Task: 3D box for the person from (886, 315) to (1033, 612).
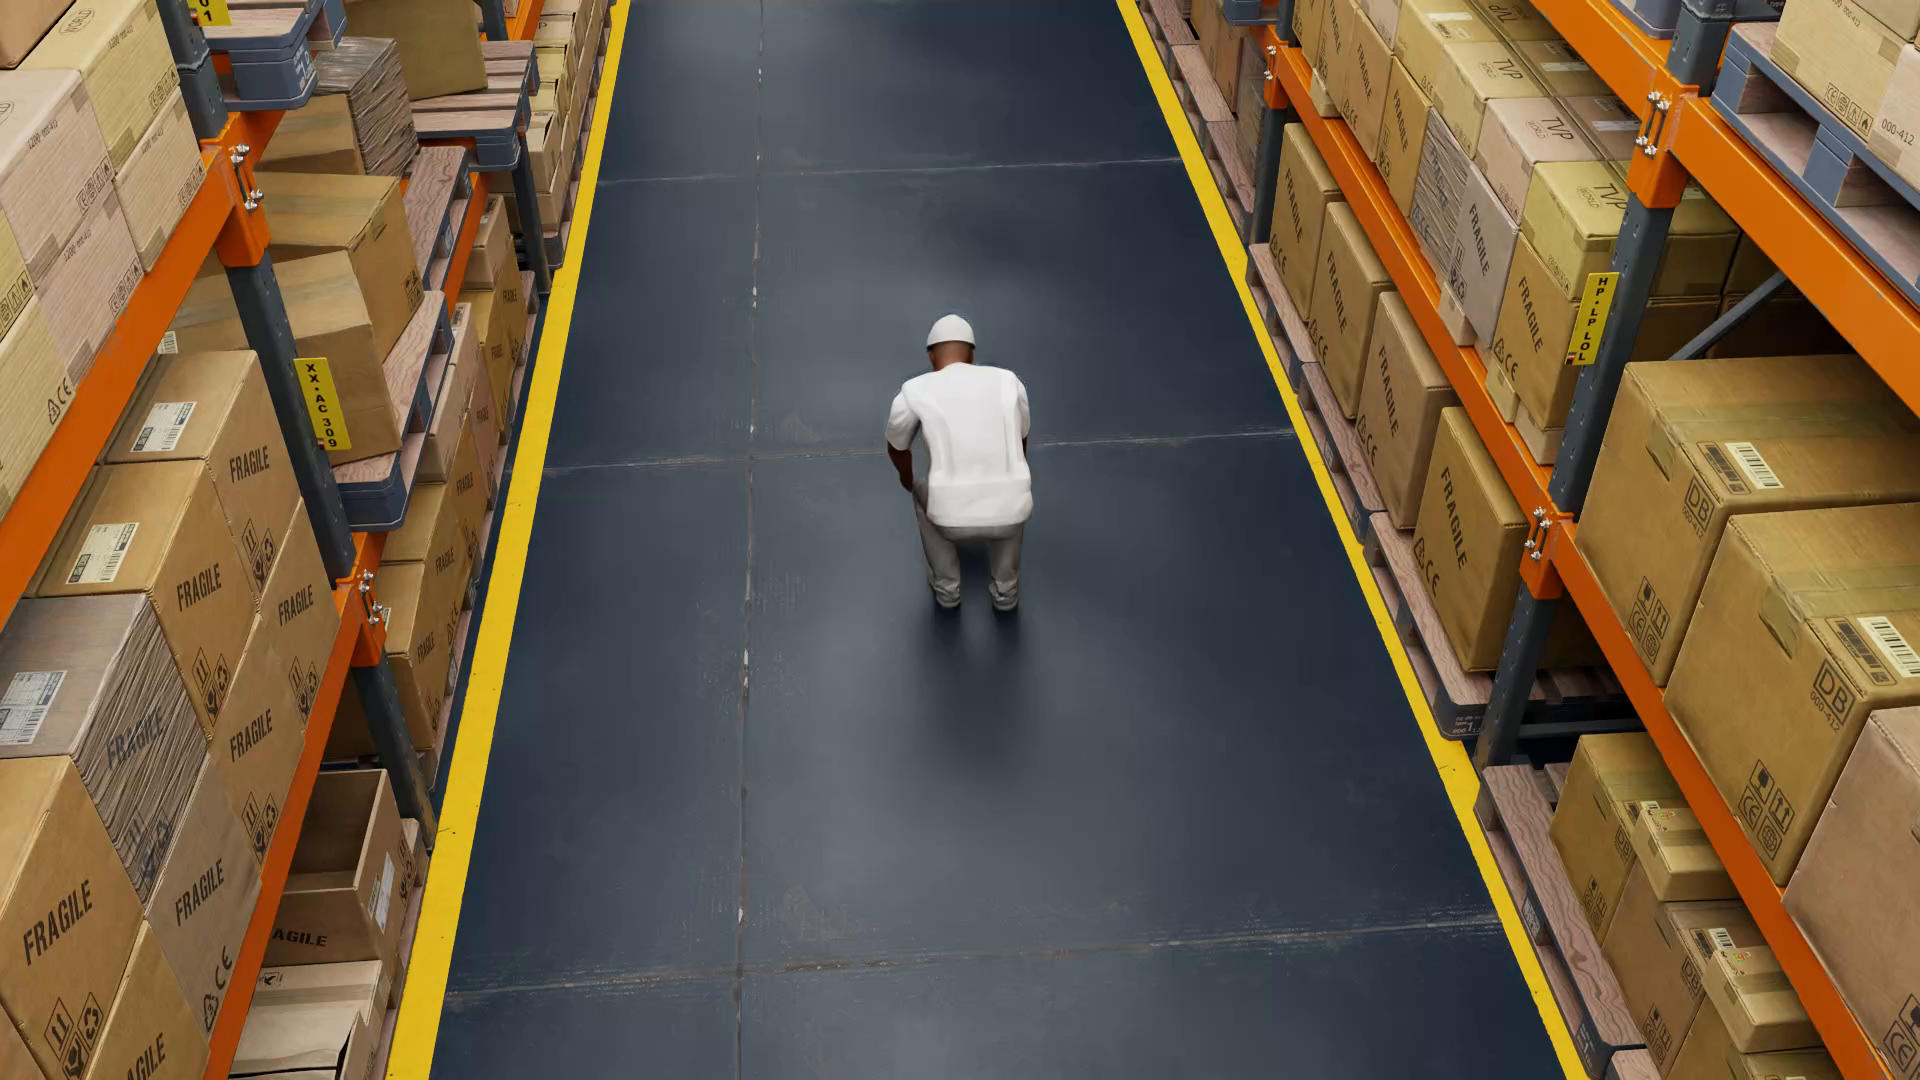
[{"bbox_3d":[0.006,-0.273,6.962,0.612,1.156,0.852,-3,39,-4],"label":"person"}]
